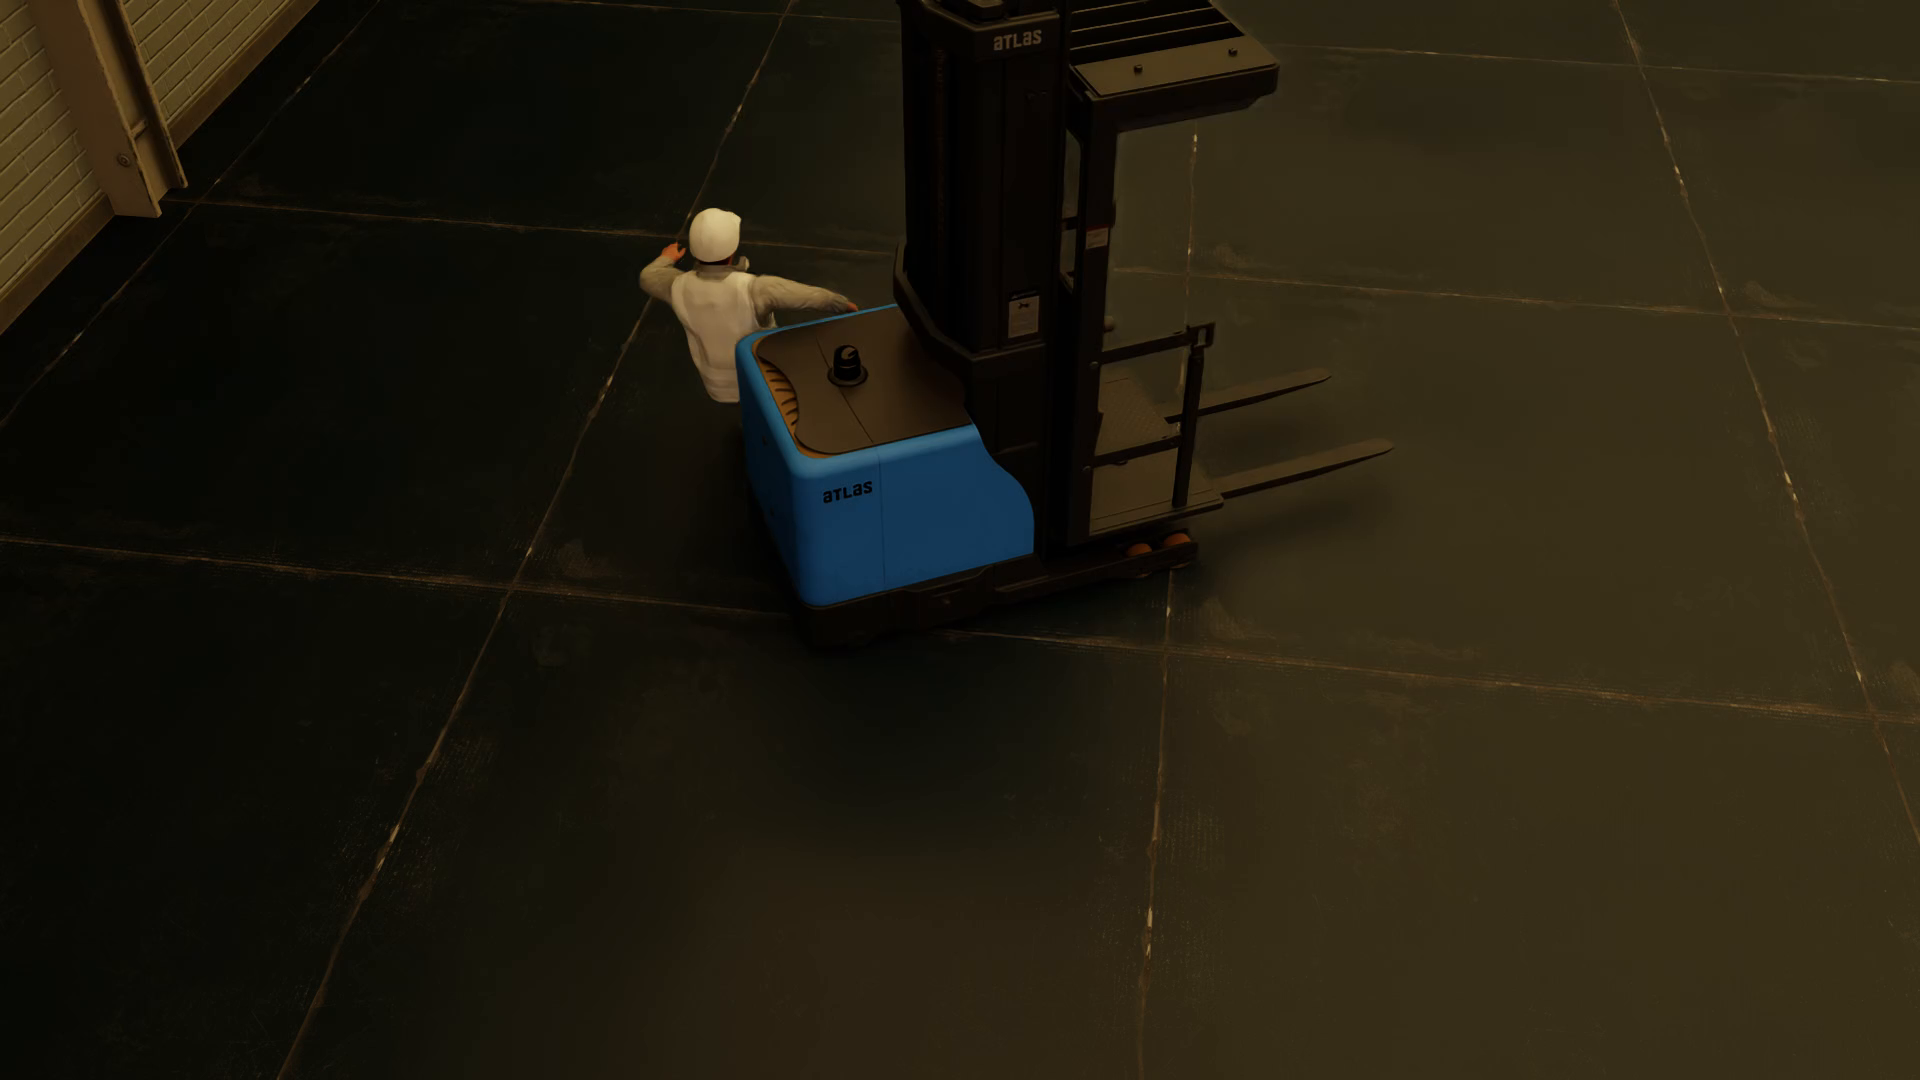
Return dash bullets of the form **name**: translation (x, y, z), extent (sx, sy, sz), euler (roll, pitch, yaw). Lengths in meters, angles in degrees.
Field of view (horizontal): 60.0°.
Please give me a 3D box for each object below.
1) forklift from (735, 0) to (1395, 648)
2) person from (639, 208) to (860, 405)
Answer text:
- **forklift**: translation (0.572, -1.223, 7.055), extent (3.031, 2.935, 1.130), euler (-14, 44, -15)
- **person**: translation (-0.949, -1.001, 7.849), extent (1.044, 1.547, 0.880), euler (5, 43, 6)
